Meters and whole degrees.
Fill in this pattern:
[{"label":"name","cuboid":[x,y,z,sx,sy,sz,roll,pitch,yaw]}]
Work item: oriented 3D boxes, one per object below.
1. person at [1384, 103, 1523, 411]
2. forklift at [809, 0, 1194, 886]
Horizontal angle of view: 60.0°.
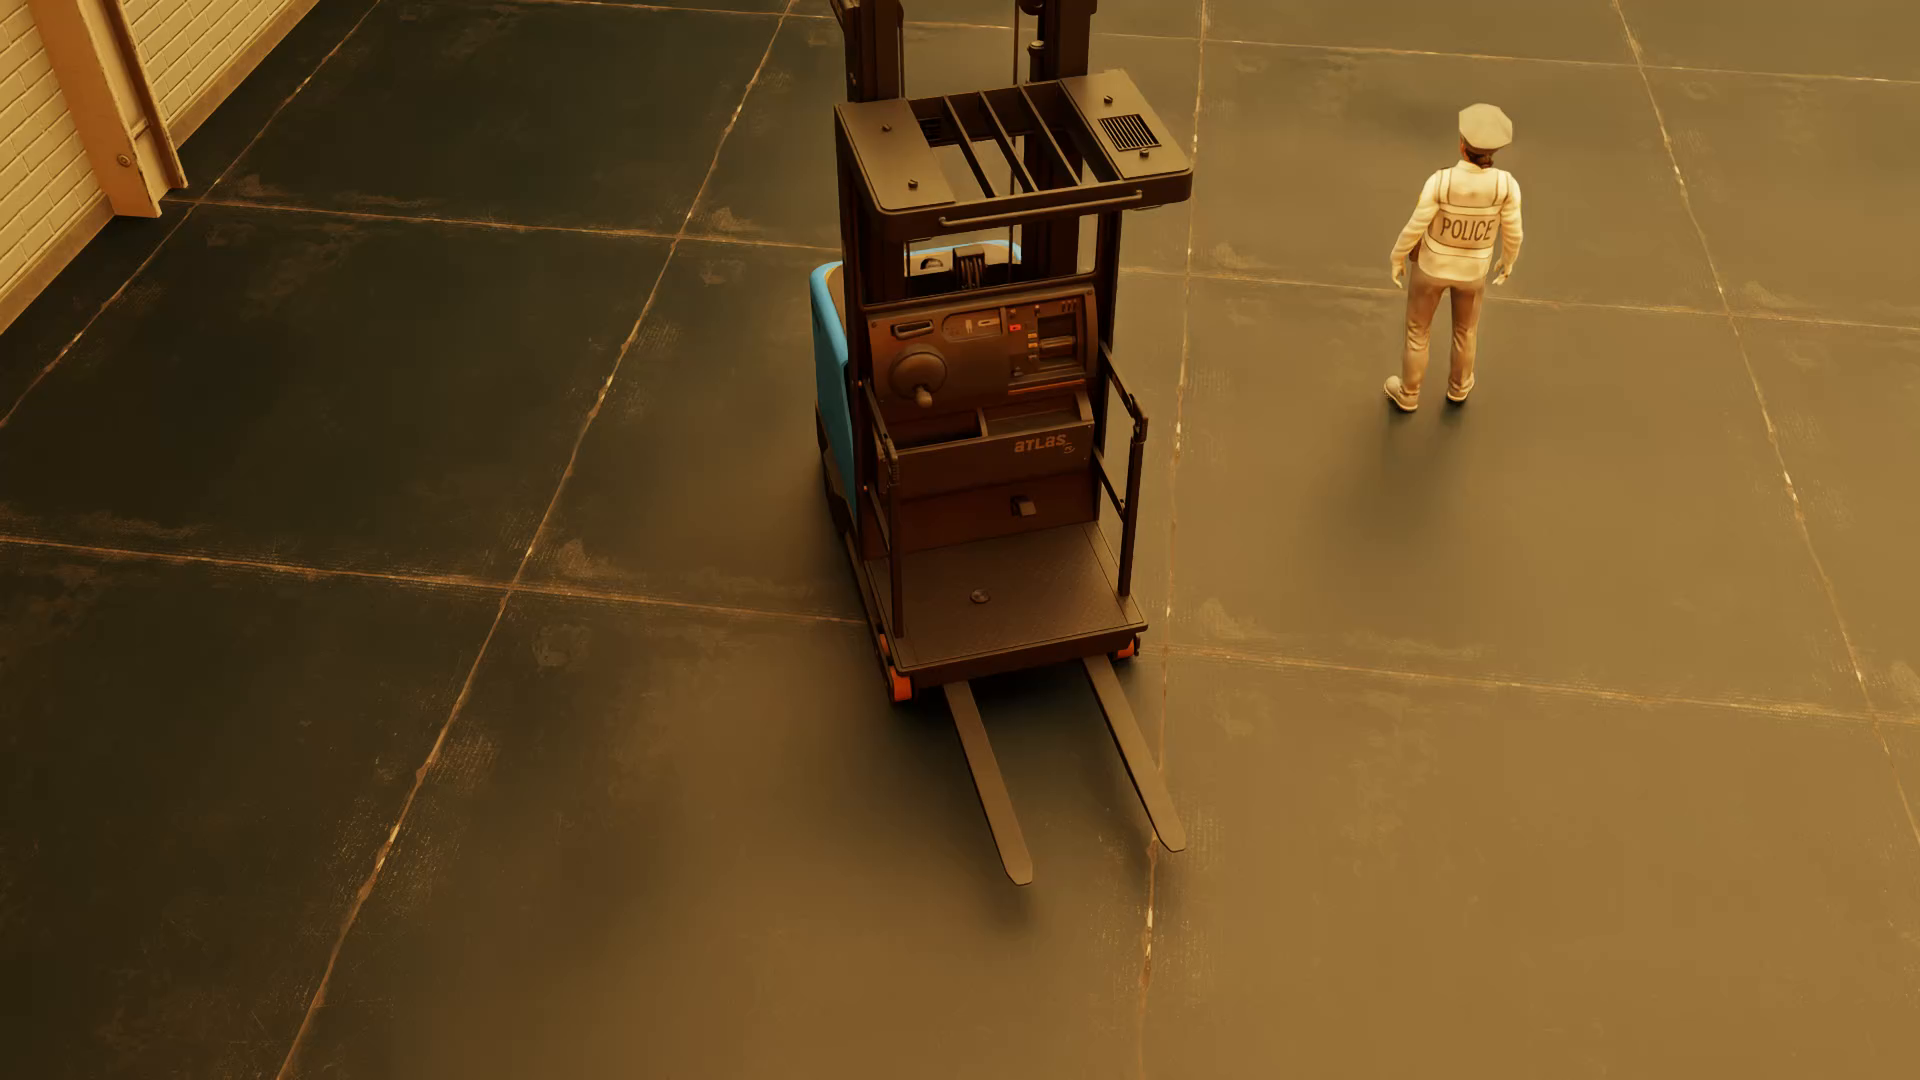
[{"label":"person","cuboid":[2.399,-1.365,8.131,0.606,1.705,0.477,3,43,4]},{"label":"forklift","cuboid":[0.153,-0.681,6.465,1.130,2.935,3.031,-10,44,-11]}]
